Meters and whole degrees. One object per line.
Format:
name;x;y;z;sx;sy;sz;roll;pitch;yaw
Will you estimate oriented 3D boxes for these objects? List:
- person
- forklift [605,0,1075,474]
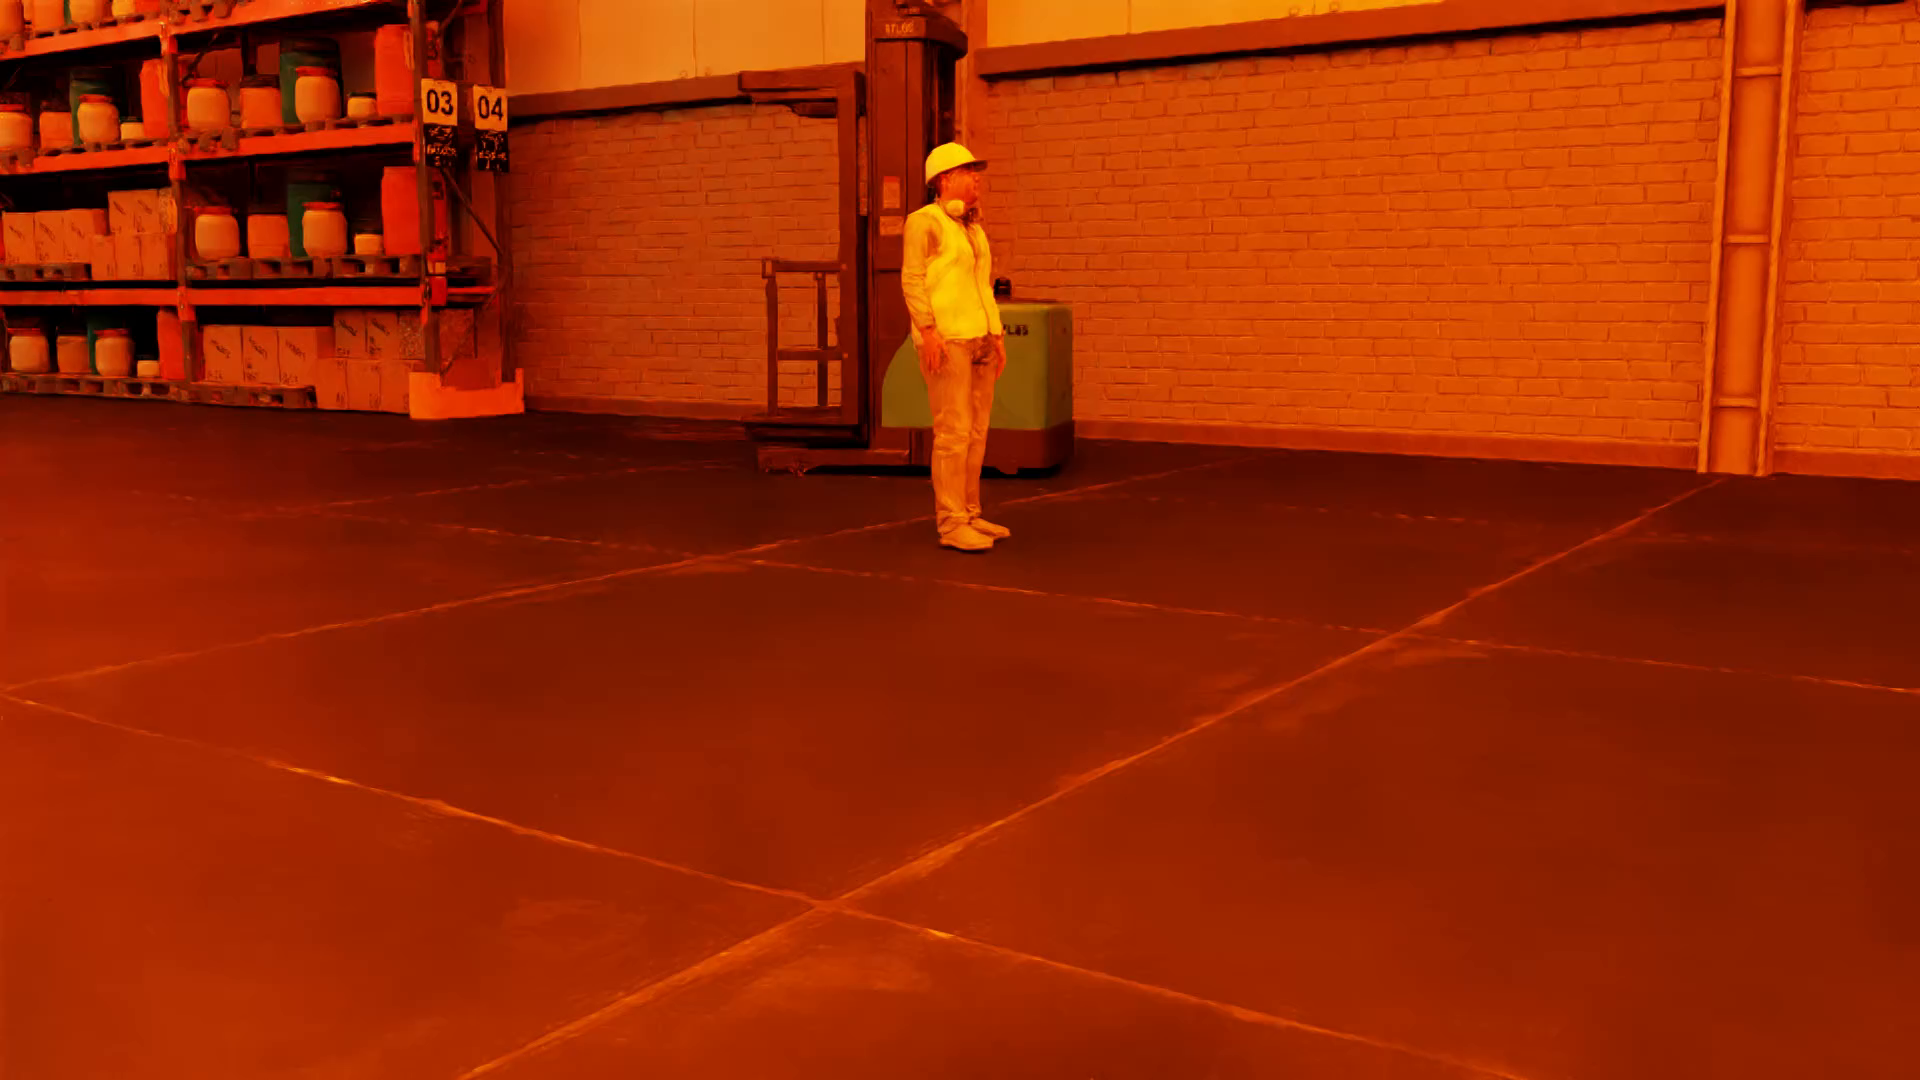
person;0.047;-0.879;7.436;0.567;1.773;0.632;5;10;34
forklift;-0.811;-1.941;10.844;3.031;2.935;1.130;2;8;14
